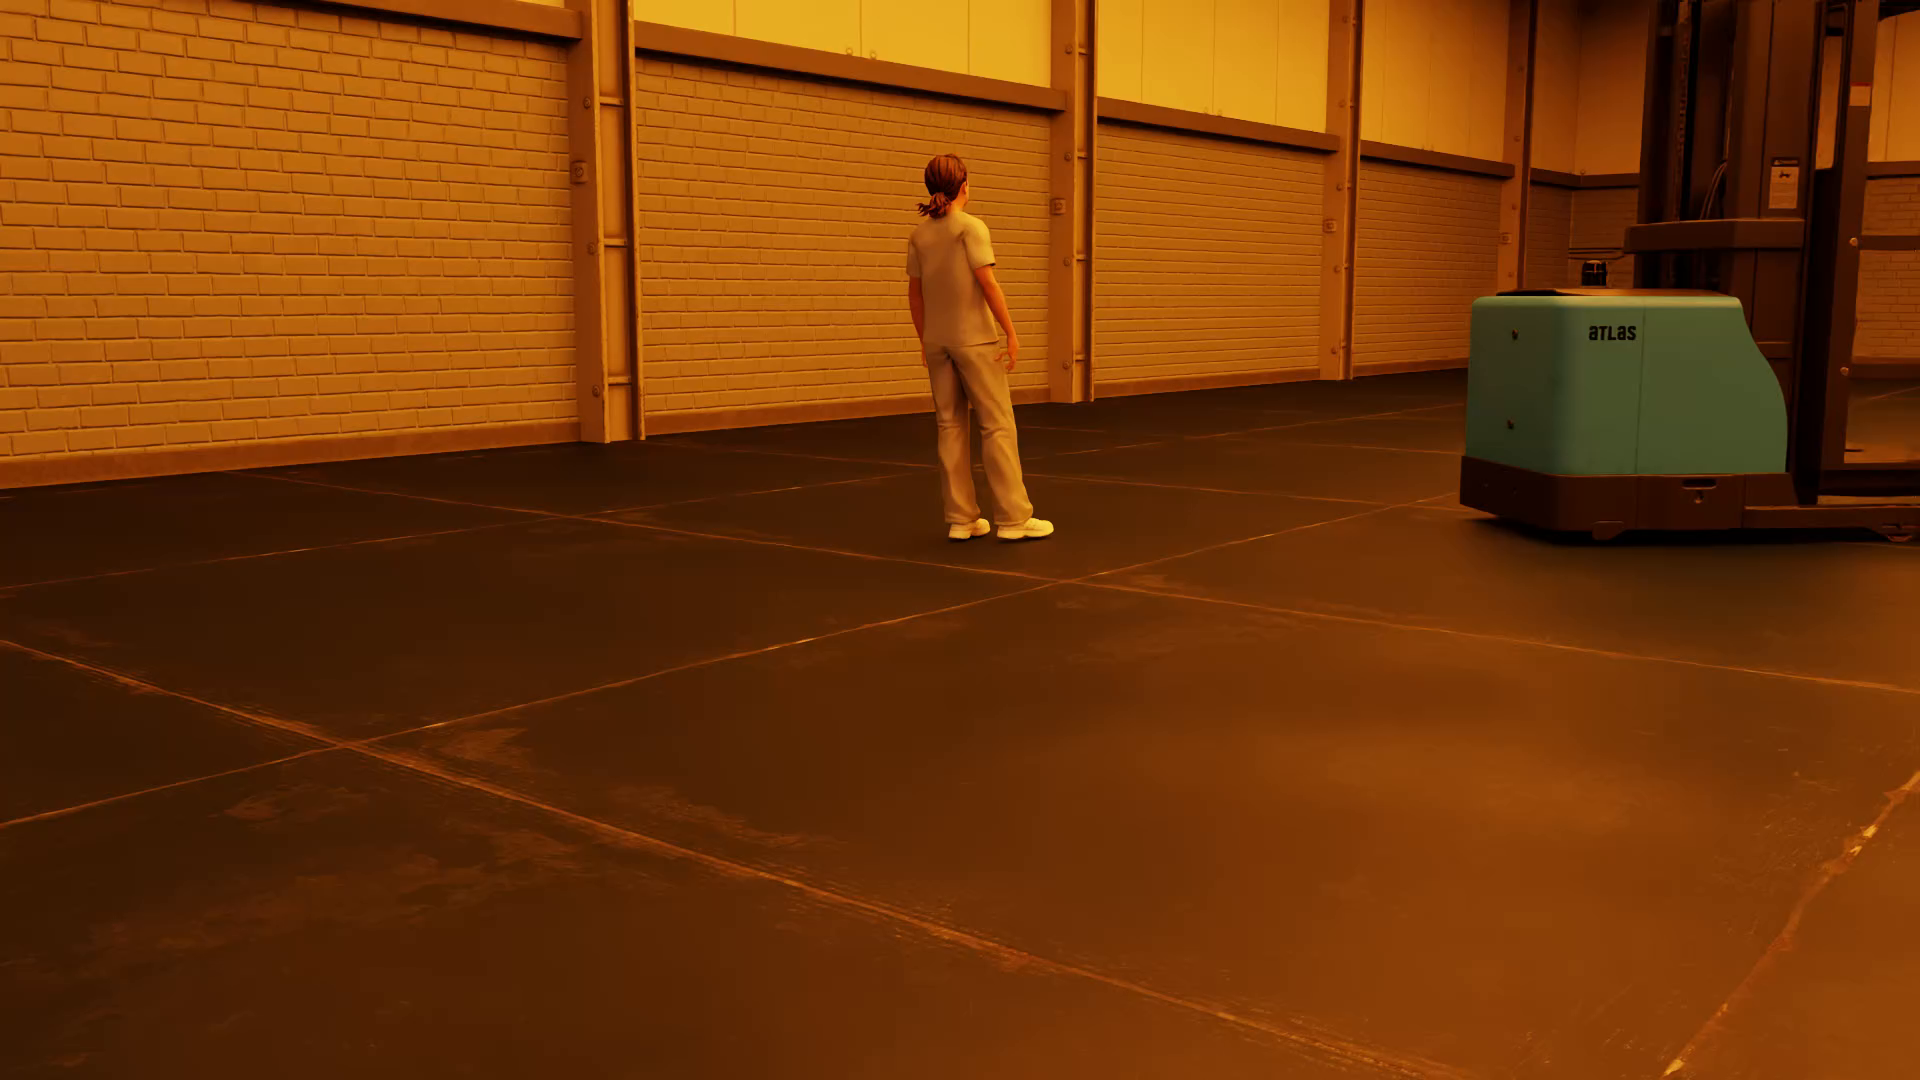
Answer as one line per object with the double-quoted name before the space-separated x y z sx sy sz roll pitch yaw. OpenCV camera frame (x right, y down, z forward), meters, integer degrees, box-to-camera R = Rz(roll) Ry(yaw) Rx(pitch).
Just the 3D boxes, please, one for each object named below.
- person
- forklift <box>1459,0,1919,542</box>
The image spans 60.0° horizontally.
"person" 0.056 -0.843 7.331 0.550 1.675 0.549 7 11 38
"forklift" 3.988 -1.516 7.641 3.031 2.935 1.130 -1 8 -7
